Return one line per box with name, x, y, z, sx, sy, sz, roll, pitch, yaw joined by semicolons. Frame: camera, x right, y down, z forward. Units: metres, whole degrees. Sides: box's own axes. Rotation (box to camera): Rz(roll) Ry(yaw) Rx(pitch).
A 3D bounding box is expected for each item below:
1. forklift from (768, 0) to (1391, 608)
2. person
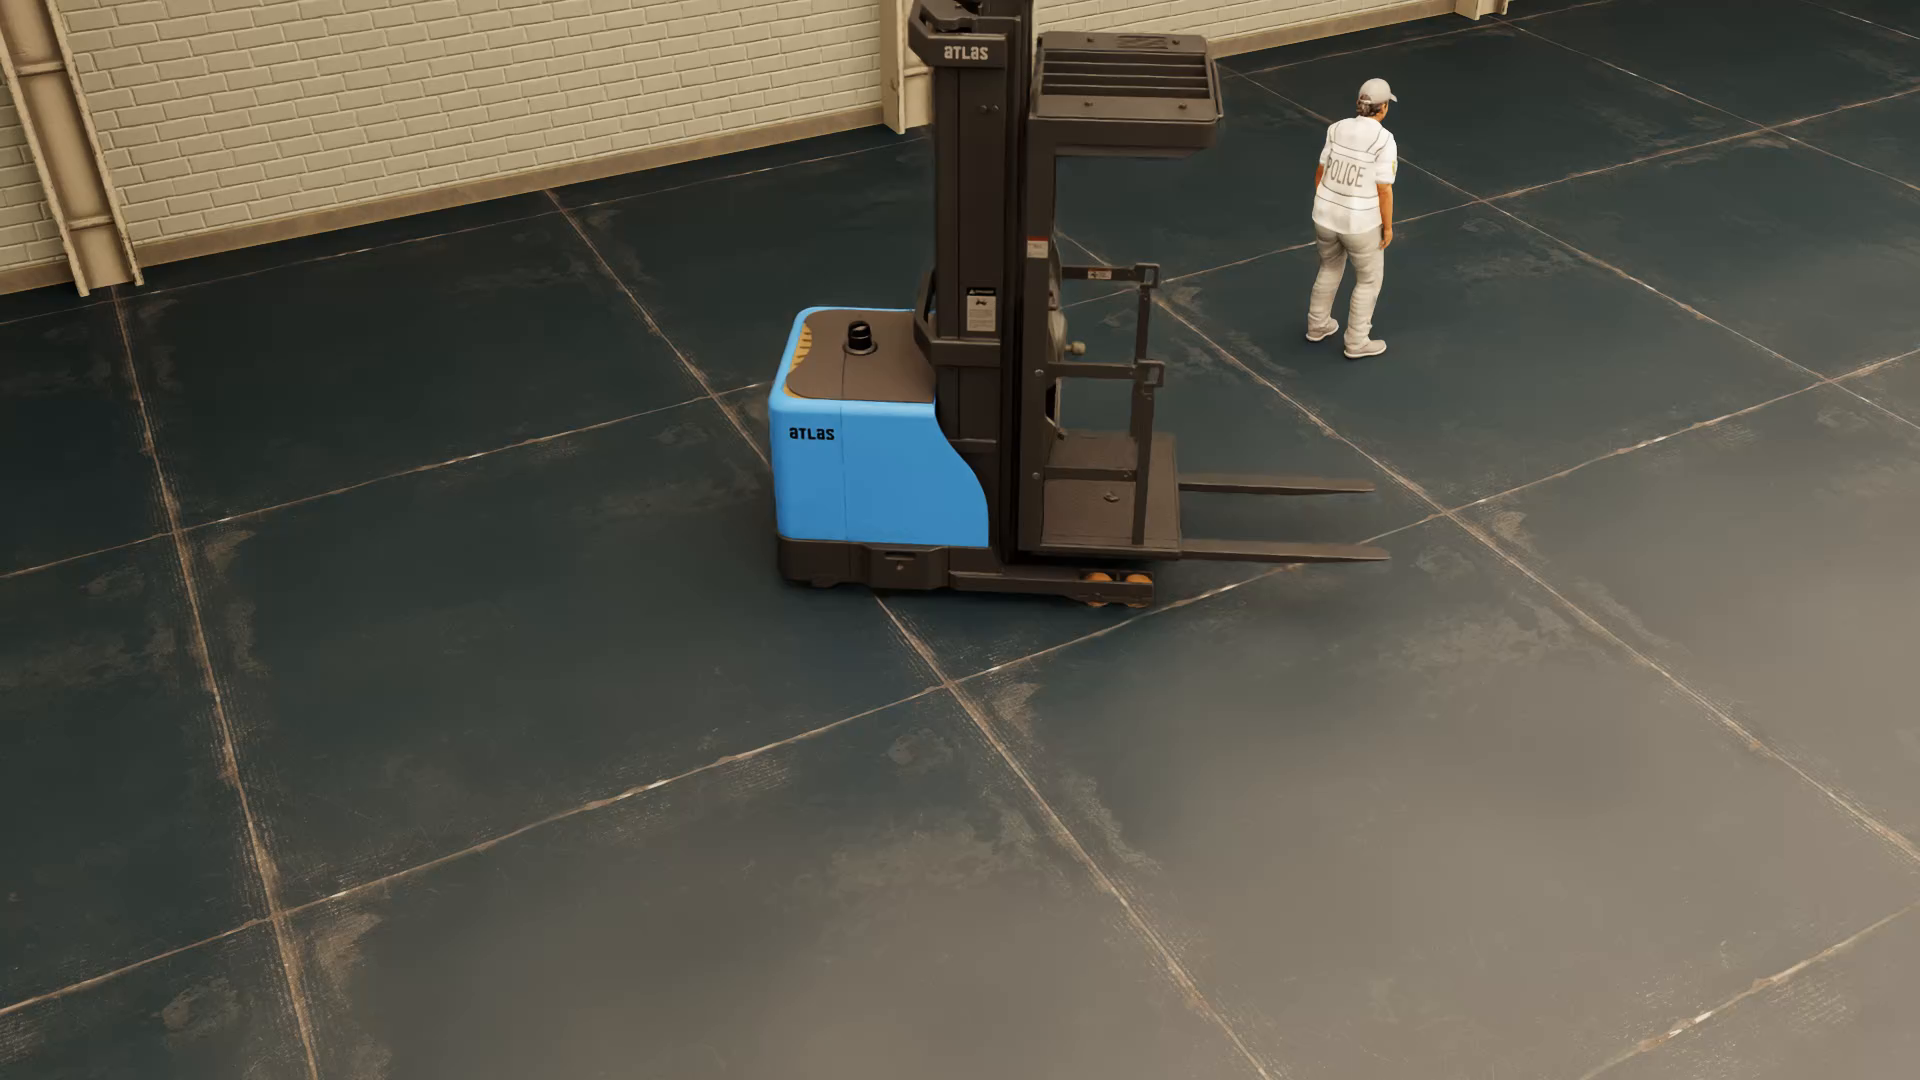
forklift;0.627;-1.182;7.795;3.031;2.935;1.130;2;35;3
person;2.367;-1.915;9.932;0.469;1.664;0.553;-29;44;-34
